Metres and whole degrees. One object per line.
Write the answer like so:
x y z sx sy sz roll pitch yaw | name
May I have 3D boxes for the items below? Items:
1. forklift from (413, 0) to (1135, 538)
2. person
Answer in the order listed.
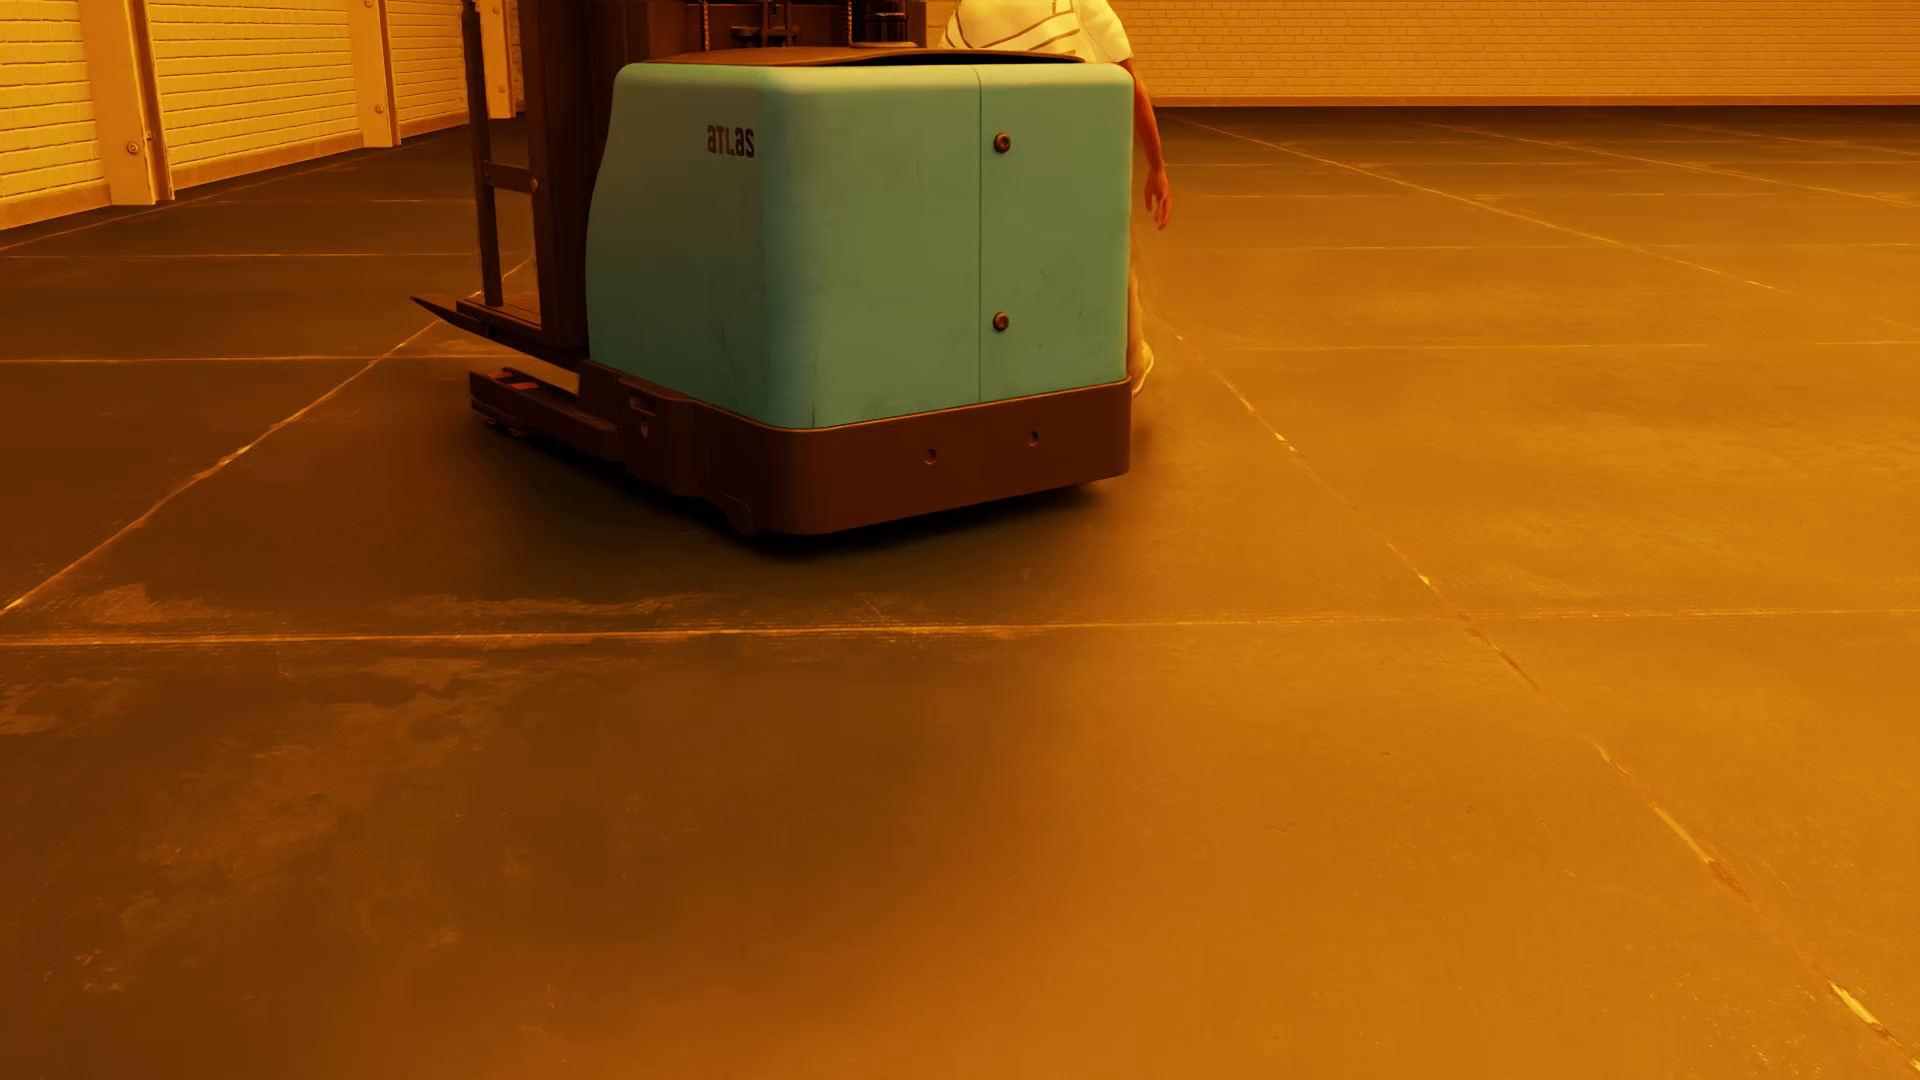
-0.836 -1.779 4.721 1.130 2.935 3.031 -12 21 -34 | forklift
0.124 -1.048 4.689 0.940 1.413 1.027 2 17 6 | person
